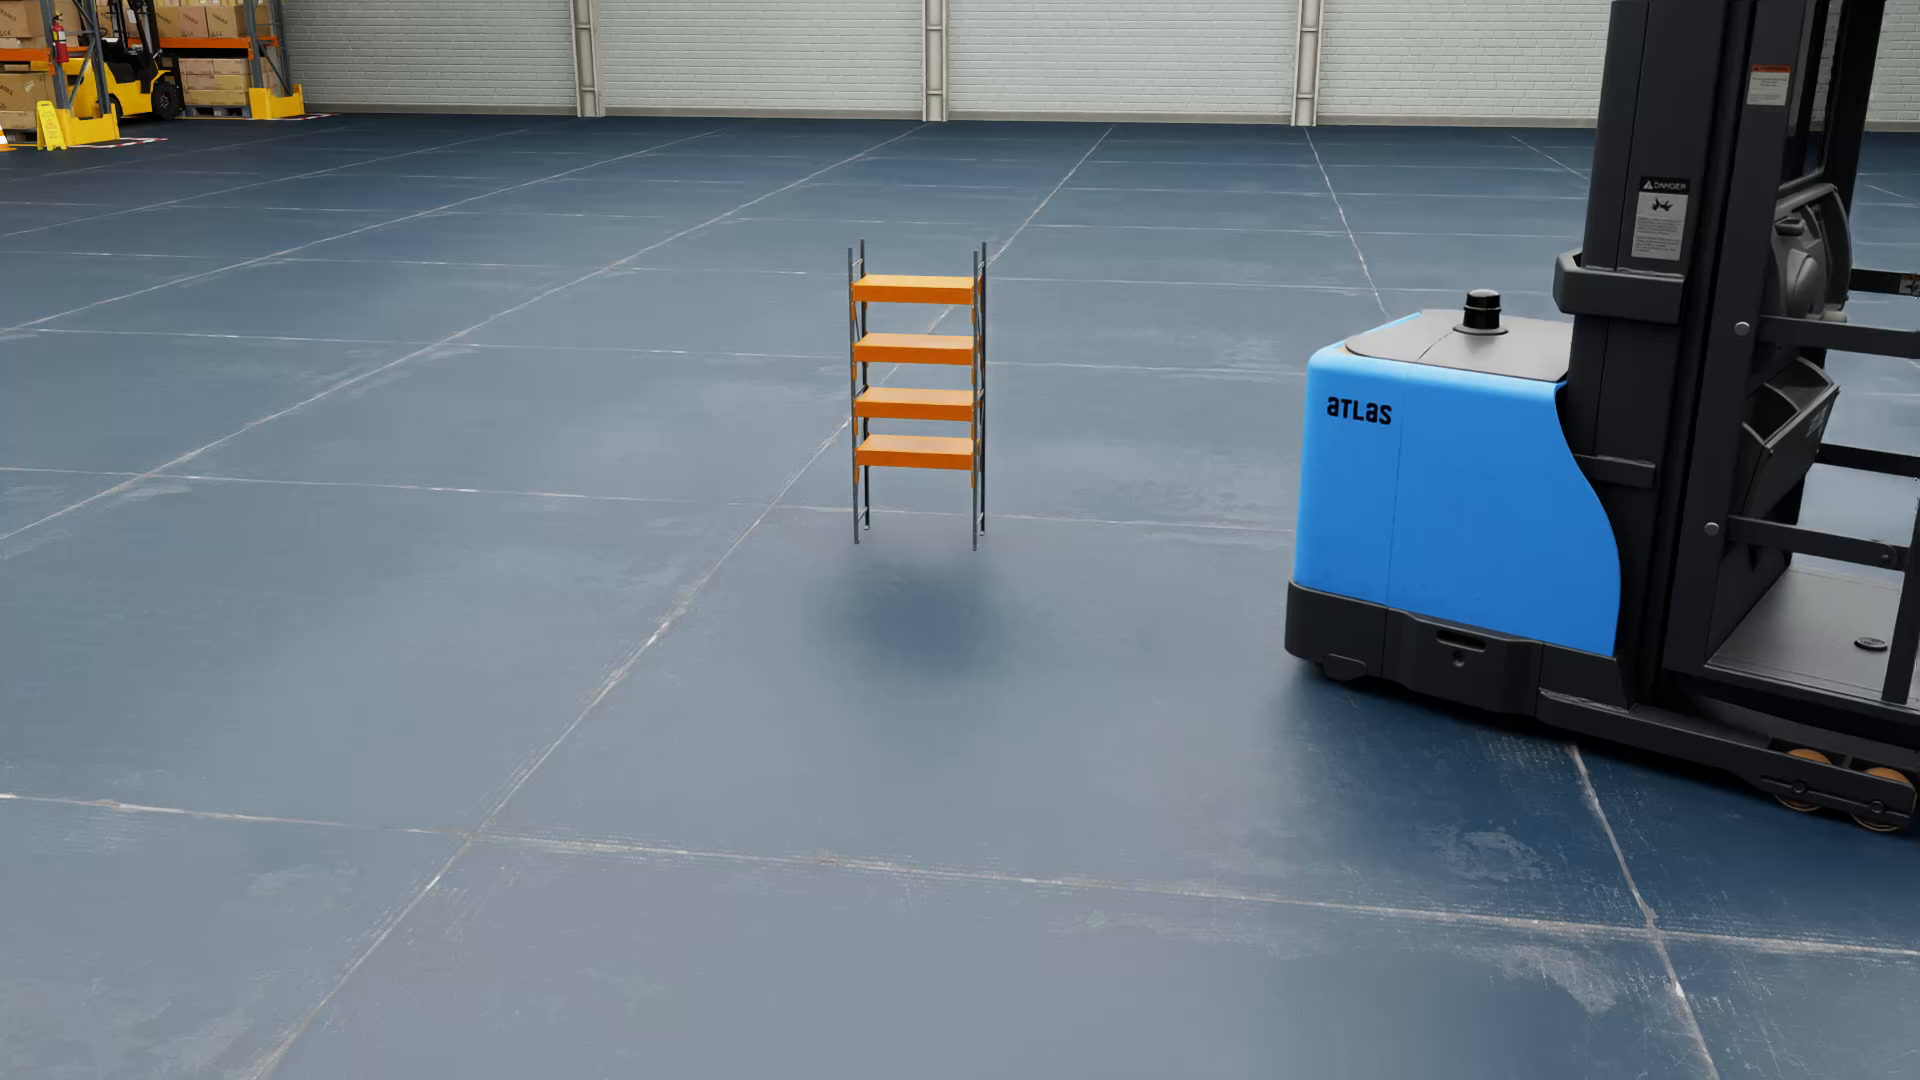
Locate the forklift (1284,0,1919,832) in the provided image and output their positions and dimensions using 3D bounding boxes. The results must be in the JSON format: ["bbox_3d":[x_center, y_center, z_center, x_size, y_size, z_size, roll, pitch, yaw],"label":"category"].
[{"bbox_3d":[2.555,-0.798,4.569,3.031,2.935,1.130,13,23,35],"label":"forklift"}]

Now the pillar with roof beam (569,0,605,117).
[{"bbox_3d":[-7.009,-10.201,23.107,0.400,9.000,9.100,3,19,9],"label":"pillar with roof beam"}]

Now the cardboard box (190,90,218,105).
[{"bbox_3d":[-12.709,-7.537,28.272,0.500,0.250,0.500,3,19,9],"label":"cardboard box"}]

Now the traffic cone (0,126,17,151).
[{"bbox_3d":[-13.118,-5.548,22.655,0.334,0.463,0.336,3,19,9],"label":"traffic cone"}]

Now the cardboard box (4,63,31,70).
[{"bbox_3d":[-16.172,-7.986,29.024,0.625,0.625,0.875,4,19,11],"label":"cardboard box"}]

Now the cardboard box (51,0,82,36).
[{"bbox_3d":[-12.913,-7.433,23.664,0.500,0.500,0.500,3,19,8],"label":"cardboard box"}]

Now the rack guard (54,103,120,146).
[{"bbox_3d":[-12.564,-5.952,23.804,0.348,0.500,1.175,3,19,9],"label":"rack guard"}]

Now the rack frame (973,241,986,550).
[{"bbox_3d":[0.077,-0.565,6.601,0.015,1.200,0.240,3,19,9],"label":"rack frame"}]

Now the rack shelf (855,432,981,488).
[{"bbox_3d":[-0.163,-0.325,6.722,0.480,0.148,0.258,3,19,9],"label":"rack shelf"}]

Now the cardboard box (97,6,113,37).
[{"bbox_3d":[-14.241,-8.787,28.181,0.500,0.500,0.500,3,19,8],"label":"cardboard box"}]

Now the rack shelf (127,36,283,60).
[{"bbox_3d":[-13.680,-8.448,28.459,4.000,0.370,1.077,3,19,9],"label":"rack shelf"}]

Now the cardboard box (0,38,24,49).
[{"bbox_3d":[-13.160,-6.944,23.226,0.250,0.149,0.380,3,19,8],"label":"cardboard box"}]

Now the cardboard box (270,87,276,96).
[{"bbox_3d":[-12.159,-7.670,28.671,0.500,0.250,0.500,3,19,9],"label":"cardboard box"}]

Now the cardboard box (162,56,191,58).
[{"bbox_3d":[-13.641,-8.222,28.745,0.500,0.250,0.500,3,19,8],"label":"cardboard box"}]

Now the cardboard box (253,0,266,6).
[{"bbox_3d":[-11.999,-9.142,28.219,0.250,0.149,0.380,2,19,7],"label":"cardboard box"}]

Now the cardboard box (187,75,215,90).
[{"bbox_3d":[-12.729,-7.776,28.200,0.500,0.250,0.500,3,19,8],"label":"cardboard box"}]

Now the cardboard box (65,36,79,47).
[{"bbox_3d":[-12.791,-7.096,23.681,0.250,0.149,0.380,3,19,9],"label":"cardboard box"}]

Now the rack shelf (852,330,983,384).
[{"bbox_3d":[-0.163,-0.726,6.588,0.480,0.148,0.258,3,19,9],"label":"rack shelf"}]

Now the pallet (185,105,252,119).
[{"bbox_3d":[-12.467,-7.392,28.562,1.213,0.211,1.003,3,19,9],"label":"pallet"}]

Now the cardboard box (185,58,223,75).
[{"bbox_3d":[-12.714,-8.008,28.104,0.500,0.250,0.500,3,19,10],"label":"cardboard box"}]

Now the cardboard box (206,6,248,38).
[{"bbox_3d":[-12.233,-8.679,27.856,0.500,0.500,0.500,3,19,7],"label":"cardboard box"}]

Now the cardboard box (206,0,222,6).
[{"bbox_3d":[-12.349,-8.977,27.726,0.250,0.149,0.380,3,19,10],"label":"cardboard box"}]

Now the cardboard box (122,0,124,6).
[{"bbox_3d":[-14.122,-9.073,28.013,0.250,0.149,0.380,2,19,7],"label":"cardboard box"}]

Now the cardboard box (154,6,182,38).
[{"bbox_3d":[-13.250,-8.733,28.020,0.500,0.500,0.500,3,19,8],"label":"cardboard box"}]

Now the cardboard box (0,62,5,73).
[{"bbox_3d":[-13.694,-6.648,23.412,0.250,0.149,0.380,3,19,10],"label":"cardboard box"}]

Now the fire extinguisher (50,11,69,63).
[{"bbox_3d":[-12.449,-6.947,22.959,0.183,0.674,0.296,3,19,9],"label":"fire extinguisher"}]

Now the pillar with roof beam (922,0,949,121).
[{"bbox_3d":[-1.085,-9.899,22.205,0.400,9.000,9.100,3,19,9],"label":"pillar with roof beam"}]

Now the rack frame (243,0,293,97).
[{"bbox_3d":[-11.705,-8.689,28.044,0.127,3.000,1.000,3,19,9],"label":"rack frame"}]

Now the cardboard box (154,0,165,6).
[{"bbox_3d":[-13.362,-9.030,27.885,0.250,0.149,0.380,3,19,9],"label":"cardboard box"}]

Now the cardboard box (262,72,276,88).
[{"bbox_3d":[-12.137,-7.910,28.600,0.500,0.250,0.500,3,19,10],"label":"cardboard box"}]

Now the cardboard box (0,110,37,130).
[{"bbox_3d":[-13.353,-5.986,23.639,0.500,0.250,0.500,3,19,8],"label":"cardboard box"}]

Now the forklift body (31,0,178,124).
[{"bbox_3d":[-13.867,-7.810,26.756,1.214,2.155,2.313,3,19,9],"label":"forklift body"}]

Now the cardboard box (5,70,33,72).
[{"bbox_3d":[-13.782,-6.538,24.104,0.500,0.500,0.500,2,19,7],"label":"cardboard box"}]

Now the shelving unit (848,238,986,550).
[{"bbox_3d":[-0.163,-0.577,6.638,0.503,1.200,0.258,3,19,9],"label":"shelving unit"}]

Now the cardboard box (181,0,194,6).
[{"bbox_3d":[-12.838,-9.025,27.870,0.250,0.149,0.380,3,19,8],"label":"cardboard box"}]
